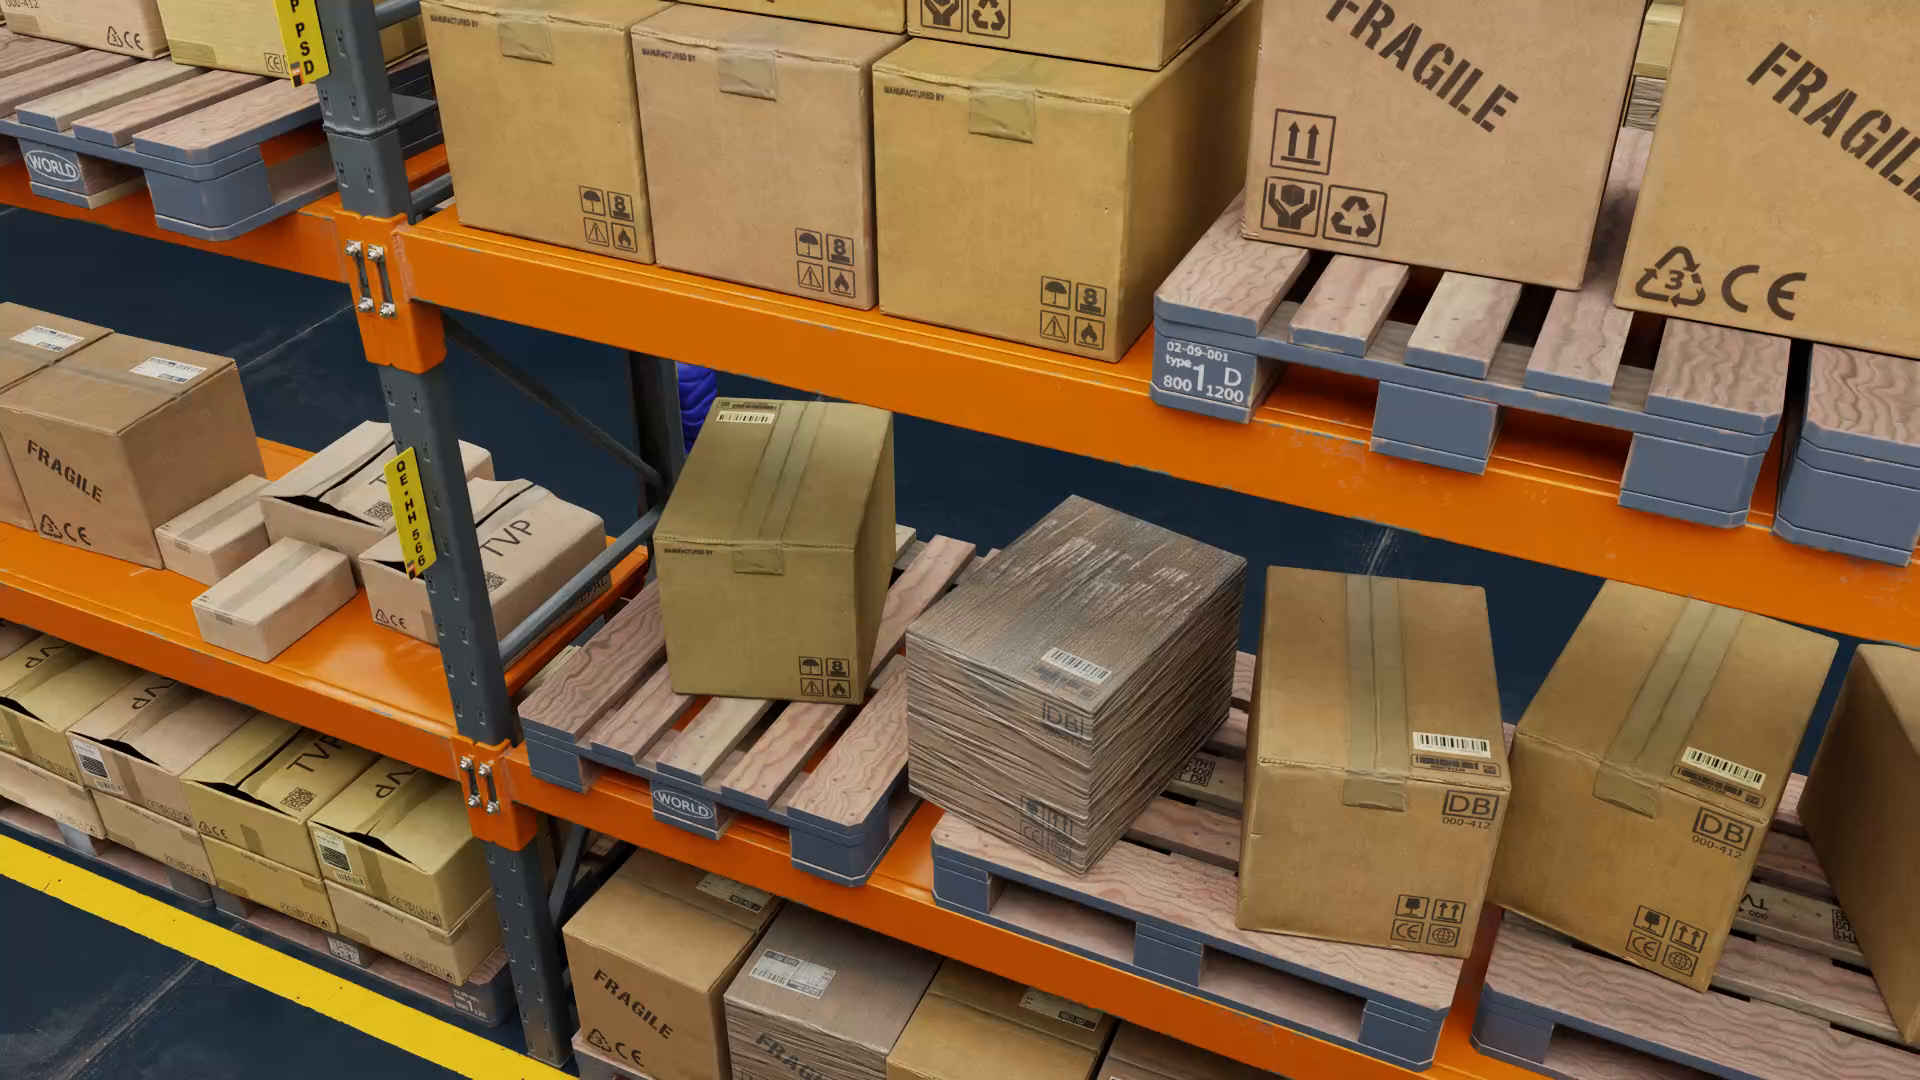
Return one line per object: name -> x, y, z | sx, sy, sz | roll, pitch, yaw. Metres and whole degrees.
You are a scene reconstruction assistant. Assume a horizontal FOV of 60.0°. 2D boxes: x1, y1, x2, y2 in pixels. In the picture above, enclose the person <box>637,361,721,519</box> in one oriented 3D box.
person -> -1.096, -0.264, 6.539 | 0.351, 1.655, 0.506 | 14, 36, 20
